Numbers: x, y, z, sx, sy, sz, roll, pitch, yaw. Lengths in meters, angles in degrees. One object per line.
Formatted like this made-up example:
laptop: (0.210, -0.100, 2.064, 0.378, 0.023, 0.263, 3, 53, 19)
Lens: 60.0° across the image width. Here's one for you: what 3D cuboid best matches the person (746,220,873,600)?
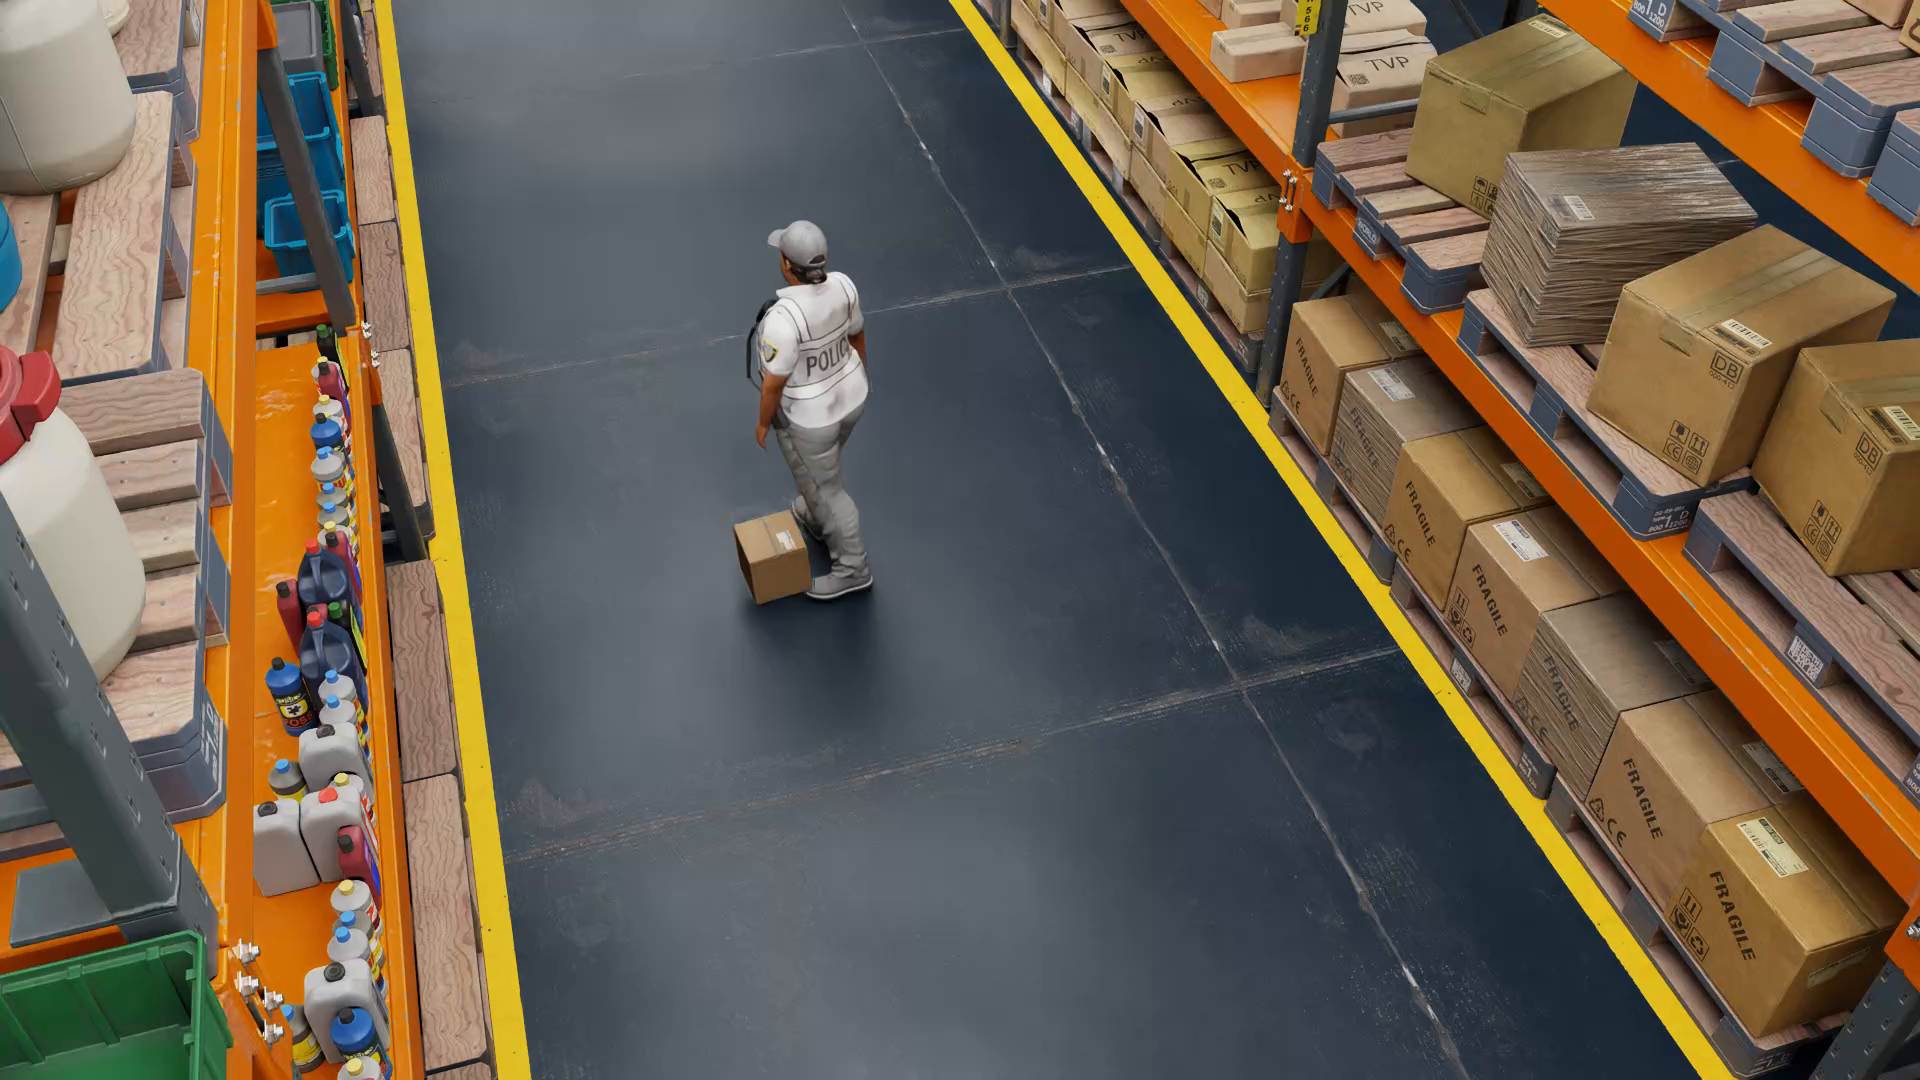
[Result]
person: (-0.575, -0.566, 6.775, 0.625, 1.656, 0.610, 25, 48, 25)
